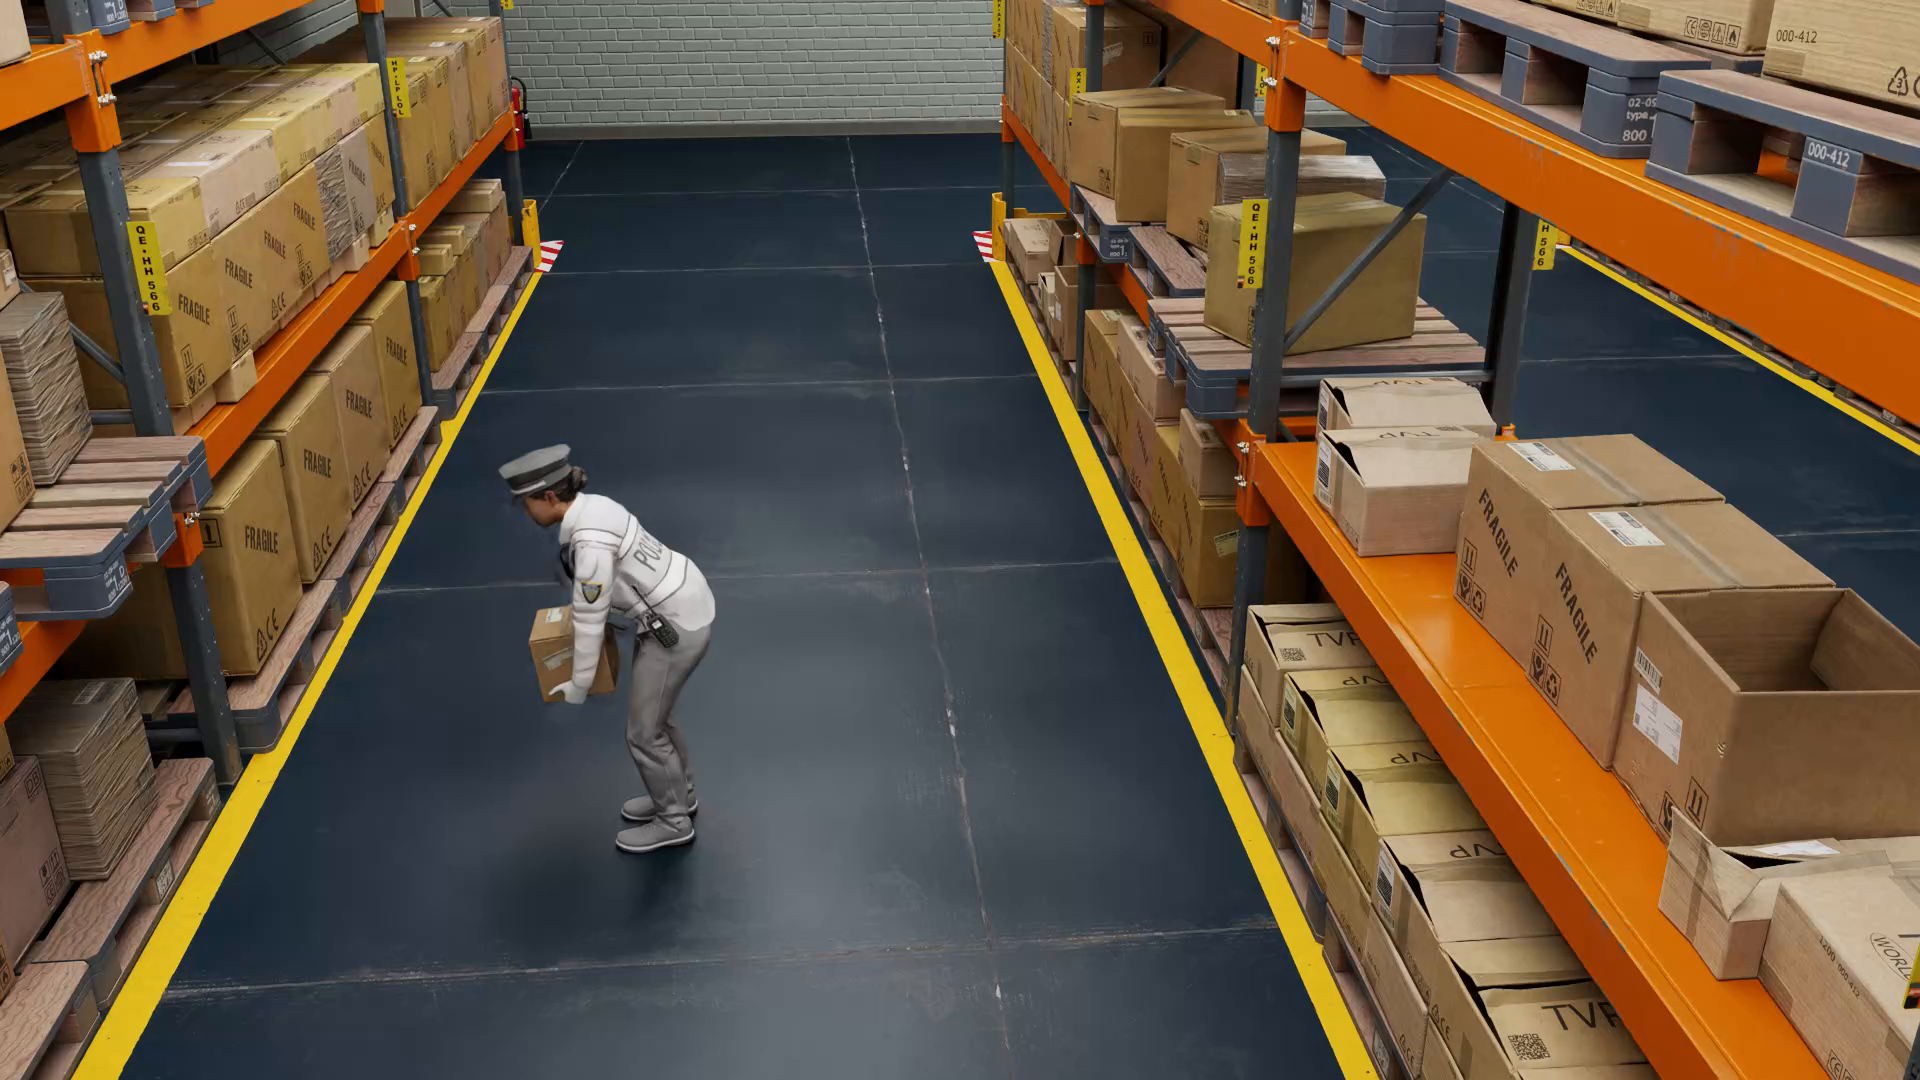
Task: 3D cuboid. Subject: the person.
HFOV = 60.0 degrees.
[{"bbox_3d":[-1.210,0.389,5.896,0.683,1.532,0.406,-3,24,-6],"label":"person"}]
